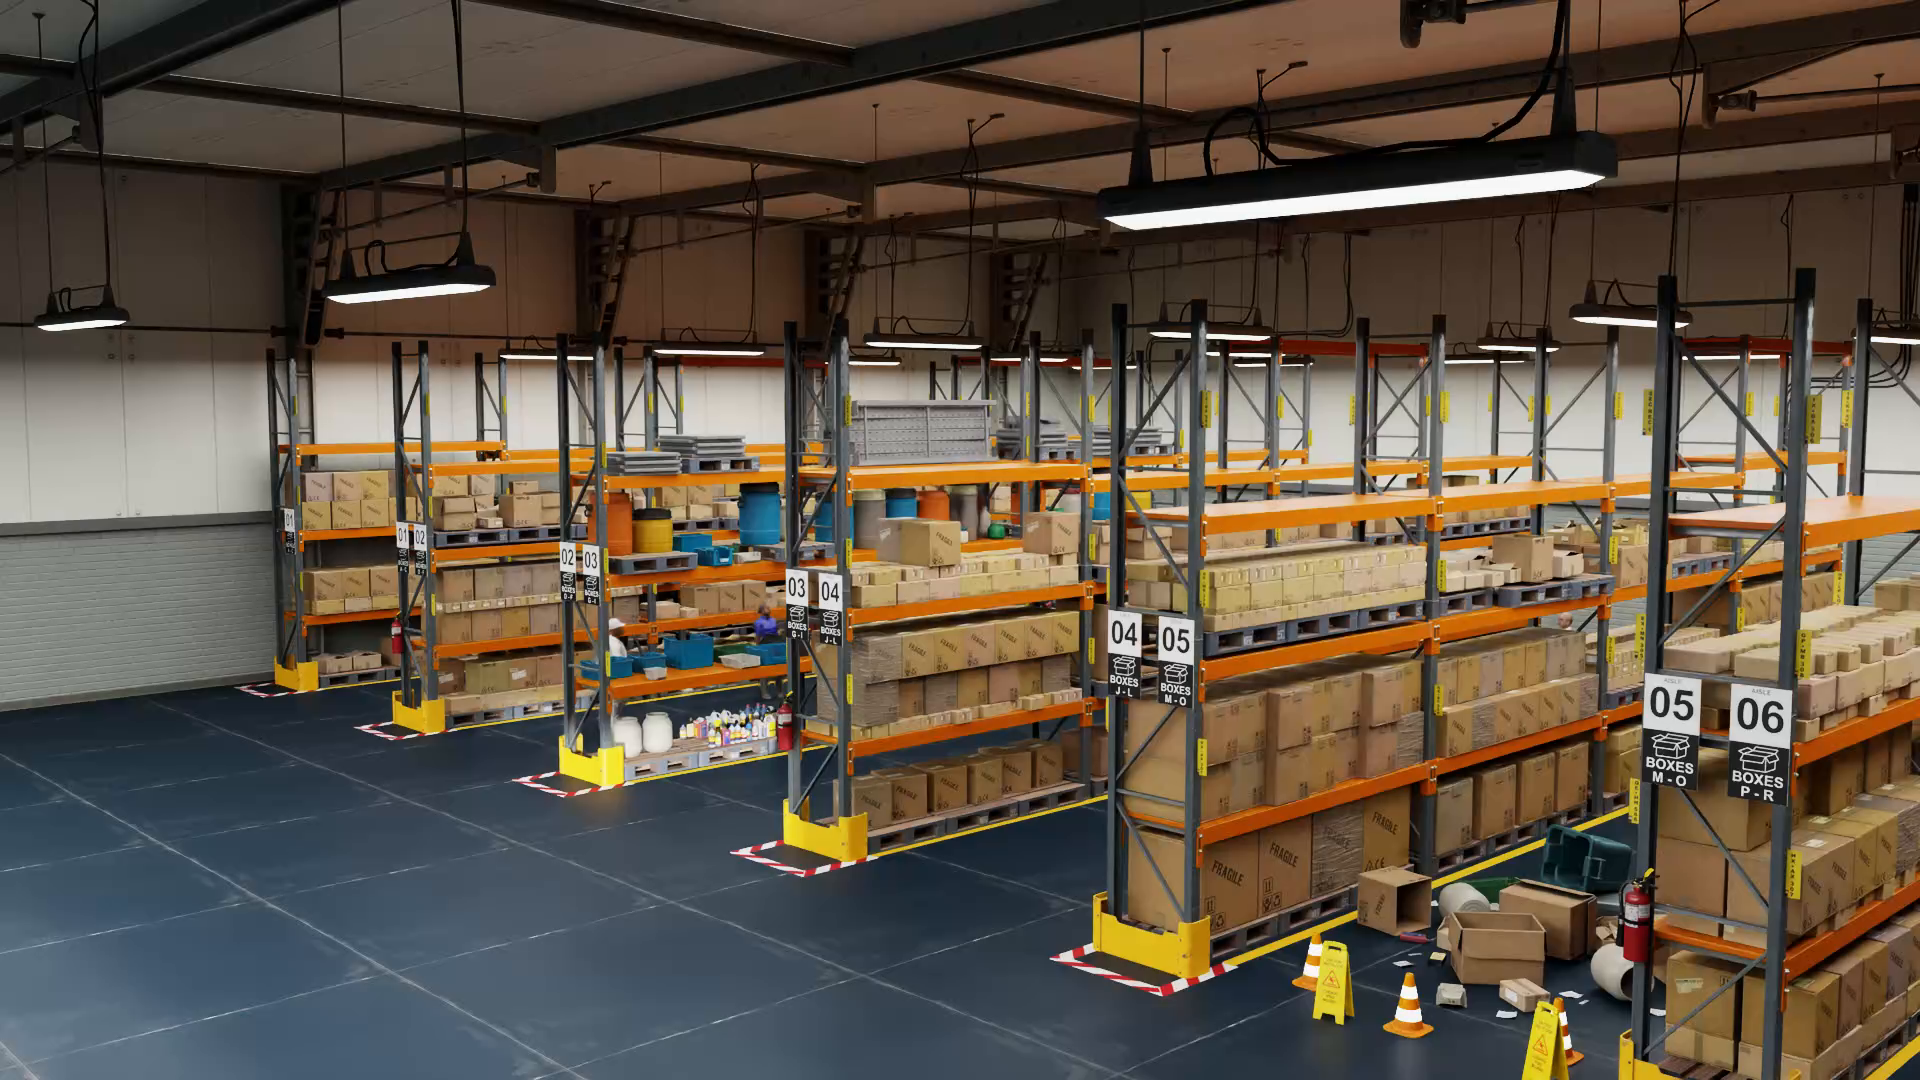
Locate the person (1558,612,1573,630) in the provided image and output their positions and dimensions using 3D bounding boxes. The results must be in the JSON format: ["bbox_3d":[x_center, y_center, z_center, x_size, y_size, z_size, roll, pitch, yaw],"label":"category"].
[{"bbox_3d":[9.398,2.016,26.136,0.538,1.779,0.607,3,6,31],"label":"person"}]

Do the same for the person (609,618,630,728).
[{"bbox_3d":[-5.280,2.083,25.527,0.511,1.780,0.623,-2,5,-23],"label":"person"}]

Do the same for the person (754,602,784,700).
[{"bbox_3d":[-3.238,1.907,28.387,0.533,1.693,0.396,-3,6,-28],"label":"person"}]
